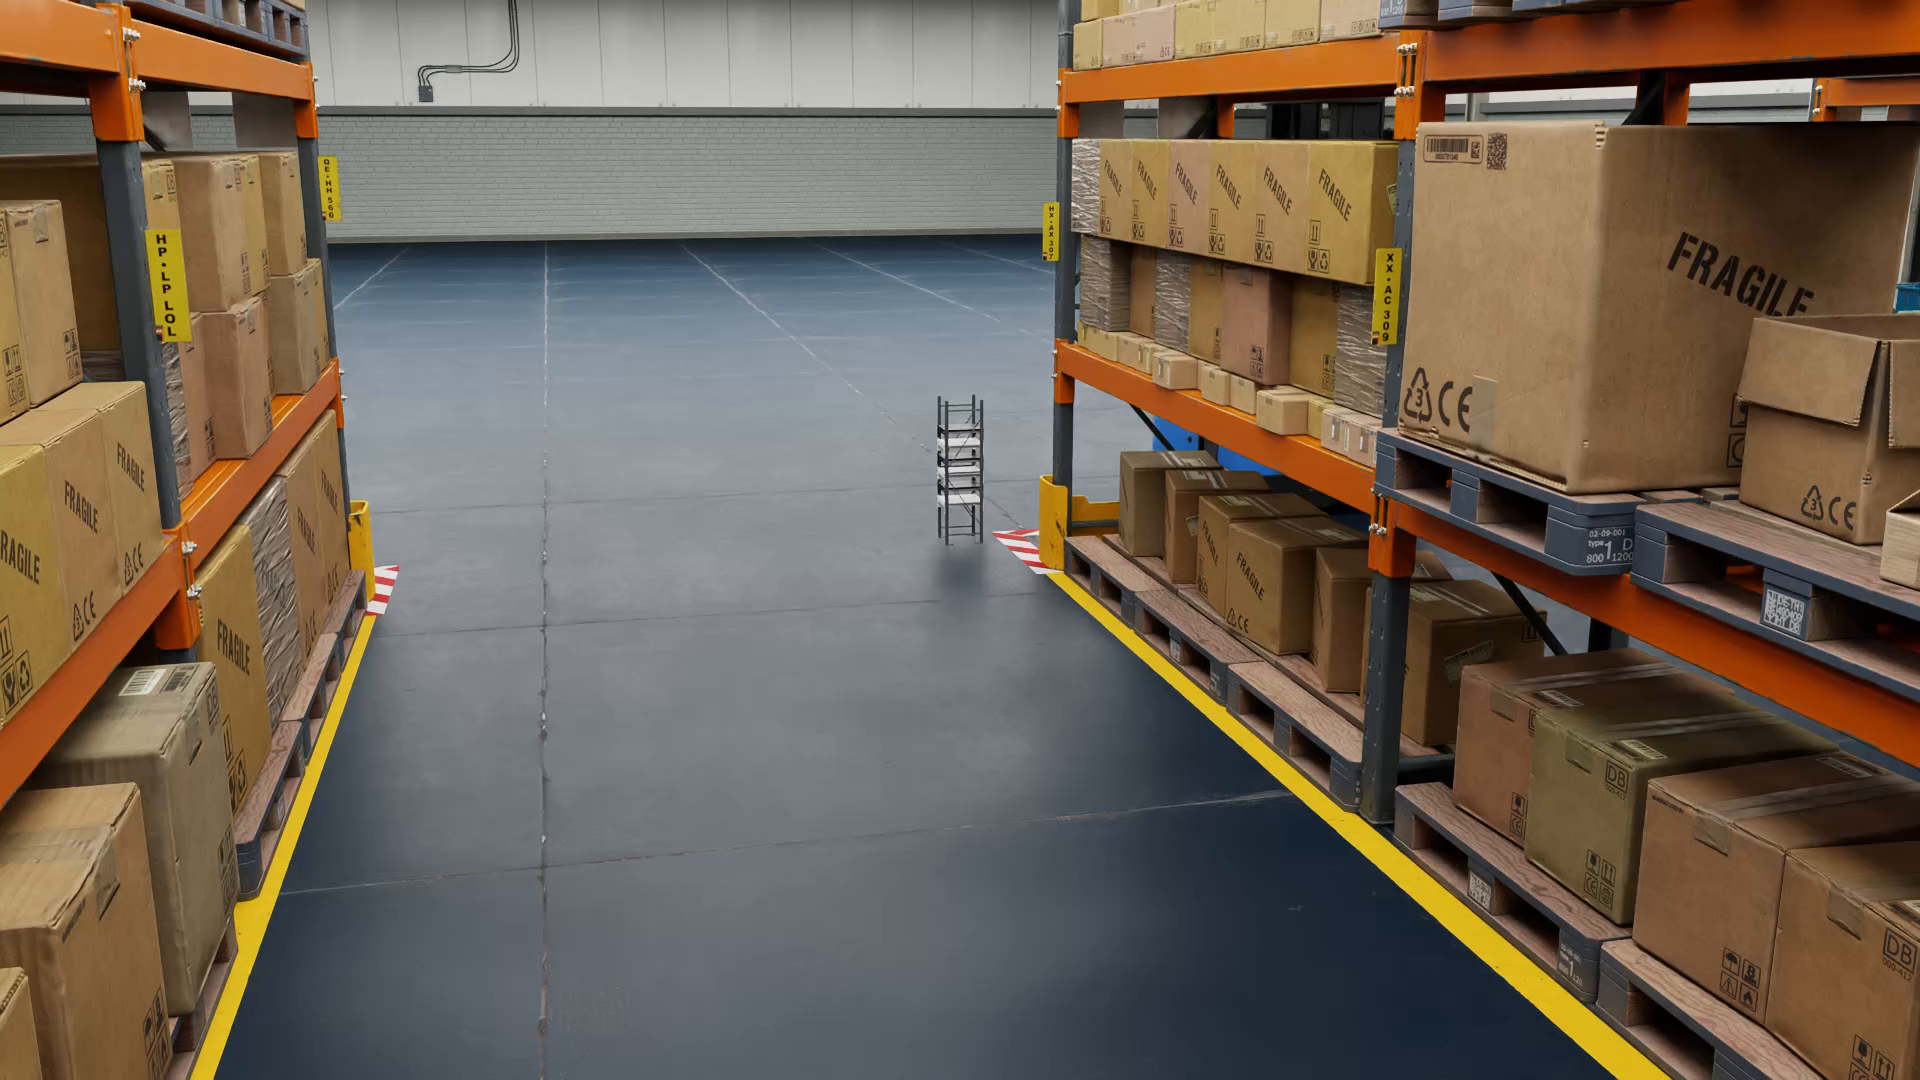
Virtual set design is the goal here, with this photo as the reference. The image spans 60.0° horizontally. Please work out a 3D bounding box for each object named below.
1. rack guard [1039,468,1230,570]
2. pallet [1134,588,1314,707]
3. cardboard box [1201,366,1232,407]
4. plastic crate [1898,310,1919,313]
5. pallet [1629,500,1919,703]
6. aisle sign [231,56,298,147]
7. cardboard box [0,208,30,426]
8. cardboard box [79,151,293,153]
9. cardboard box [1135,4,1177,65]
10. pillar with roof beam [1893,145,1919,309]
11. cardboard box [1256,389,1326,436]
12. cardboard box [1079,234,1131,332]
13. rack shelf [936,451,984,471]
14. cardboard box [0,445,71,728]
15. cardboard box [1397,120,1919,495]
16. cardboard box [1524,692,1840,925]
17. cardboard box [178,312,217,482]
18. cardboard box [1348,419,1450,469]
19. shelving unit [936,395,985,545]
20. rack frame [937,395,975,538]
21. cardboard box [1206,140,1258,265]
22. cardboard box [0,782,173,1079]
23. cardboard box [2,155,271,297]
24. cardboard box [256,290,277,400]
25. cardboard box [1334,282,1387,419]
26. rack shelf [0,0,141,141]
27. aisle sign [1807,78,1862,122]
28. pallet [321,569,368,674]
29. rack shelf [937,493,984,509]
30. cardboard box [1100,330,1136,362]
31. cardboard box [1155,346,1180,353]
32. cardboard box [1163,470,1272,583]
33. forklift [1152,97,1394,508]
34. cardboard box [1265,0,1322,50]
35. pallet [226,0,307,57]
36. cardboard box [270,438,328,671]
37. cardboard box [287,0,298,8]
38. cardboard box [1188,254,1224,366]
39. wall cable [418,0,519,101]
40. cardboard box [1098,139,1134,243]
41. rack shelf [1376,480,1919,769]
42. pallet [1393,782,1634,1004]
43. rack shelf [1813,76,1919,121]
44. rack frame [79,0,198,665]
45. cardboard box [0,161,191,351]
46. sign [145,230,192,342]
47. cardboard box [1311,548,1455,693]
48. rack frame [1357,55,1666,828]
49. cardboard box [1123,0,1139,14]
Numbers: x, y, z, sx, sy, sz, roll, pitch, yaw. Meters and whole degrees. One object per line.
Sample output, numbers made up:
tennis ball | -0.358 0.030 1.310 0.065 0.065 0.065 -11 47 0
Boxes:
rack guard | 1.067 -0.134 9.924 1.175 0.500 0.348 -3 14 -13
pallet | 1.506 0.476 8.033 1.003 0.211 1.213 -3 14 -13
cardboard box | 1.314 -0.701 7.507 0.380 0.149 0.250 -3 14 -13
plastic crate | 5.761 -1.290 9.941 0.298 0.136 0.250 -3 14 -13
pallet | 2.423 0.118 4.027 1.003 0.211 1.213 -3 14 -13
aisle sign | -3.521 -2.409 8.489 0.394 0.787 0.004 -3 14 -13
cardboard box | -2.612 -0.492 3.802 0.700 0.500 0.500 -4 14 -14
cardboard box | -3.747 -1.623 8.157 0.875 0.550 0.550 -3 14 -13
cardboard box | 1.150 -2.392 7.892 0.500 0.250 0.500 -3 14 -13
pillar with roof beam | 9.496 -7.524 22.262 9.100 9.000 0.400 -3 14 -13
cardboard box | 1.435 -0.525 6.786 0.380 0.149 0.250 -3 14 -13
cardboard box | 1.151 -1.431 9.126 0.875 0.500 0.500 -3 14 -13
rack shelf | 0.002 -0.490 10.299 0.258 0.077 0.200 -3 14 -13
cardboard box | -2.237 0.100 3.487 0.500 0.500 0.500 -3 14 -13
cardboard box | 2.039 -0.748 5.018 1.000 1.000 1.000 -3 14 -13
cardboard box | 2.205 0.811 5.127 0.700 0.500 0.500 -3 14 -14
cardboard box | -3.106 -0.473 5.727 0.875 0.550 0.550 -3 14 -13
cardboard box | 1.652 -0.355 6.087 0.380 0.149 0.250 -3 14 -13
shelving unit | 0.002 -0.435 10.313 0.258 0.900 0.210 -3 14 -13
rack frame | -0.022 -0.459 10.409 0.240 0.900 0.006 -3 14 -13
cardboard box | 1.380 -1.441 7.062 0.500 0.500 0.500 -3 14 -13
cardboard box | -2.401 1.060 3.625 1.050 0.750 0.750 -3 14 -13
cardboard box | -3.277 -1.249 6.628 0.875 0.550 0.500 -3 14 -13
cardboard box | -3.505 -0.841 7.233 0.875 0.550 0.550 -3 14 -13
cardboard box | 1.943 -0.744 6.313 0.875 0.500 0.500 -3 14 -13
rack shelf | -2.387 -0.837 2.726 1.077 0.370 4.000 -3 14 -13
aisle sign | 5.562 -2.905 10.521 0.394 0.787 0.004 -3 14 -13
pallet | -3.532 0.422 8.256 1.003 0.211 1.213 -3 14 -13
rack shelf | 0.002 -0.228 10.363 0.258 0.077 0.200 -3 14 -13
cardboard box | 0.968 -1.048 8.925 0.380 0.149 0.250 -3 14 -13
cardboard box | 1.184 -0.877 8.226 0.380 0.149 0.250 -3 14 -13
cardboard box | 1.353 -0.075 8.795 0.500 0.500 0.500 0 14 2
forklift | 2.888 -1.763 11.469 3.031 2.935 1.130 -6 15 -23
cardboard box | 1.515 -2.039 6.450 0.500 0.250 0.500 -3 14 -12
pallet | -3.612 -2.357 7.619 1.003 0.211 1.213 -3 14 -13
cardboard box | -3.364 0.071 7.409 0.875 0.875 0.875 -4 14 -14
cardboard box | -3.330 -2.585 7.800 0.380 0.149 0.250 -3 14 -13
cardboard box | 1.567 -1.088 7.724 0.875 0.500 0.500 -3 14 -13
wall cable | -11.341 -13.091 37.885 2.305 6.003 0.169 -3 14 -13
cardboard box | 1.024 -1.787 8.478 0.500 0.500 0.500 -3 14 -13
rack shelf | 2.458 0.367 4.118 1.077 0.370 4.000 -3 14 -13
pallet | 2.173 1.091 5.518 1.003 0.211 1.213 -3 14 -13
rack shelf | 6.333 -2.289 8.669 1.077 0.370 4.000 -3 14 -13
rack frame | -2.857 -0.190 4.885 1.000 3.000 0.127 -3 14 -13
cardboard box | -2.910 -0.875 5.096 0.875 0.550 0.550 -3 14 -13
sign | -2.332 -0.747 4.890 0.100 0.325 0.005 -3 14 -13
cardboard box | 1.791 0.341 7.094 0.500 0.500 0.500 1 14 5
rack frame | 1.988 -0.443 5.922 1.000 3.000 0.127 -3 14 -13
cardboard box | 1.029 -2.684 8.250 0.380 0.149 0.250 -3 14 -11
